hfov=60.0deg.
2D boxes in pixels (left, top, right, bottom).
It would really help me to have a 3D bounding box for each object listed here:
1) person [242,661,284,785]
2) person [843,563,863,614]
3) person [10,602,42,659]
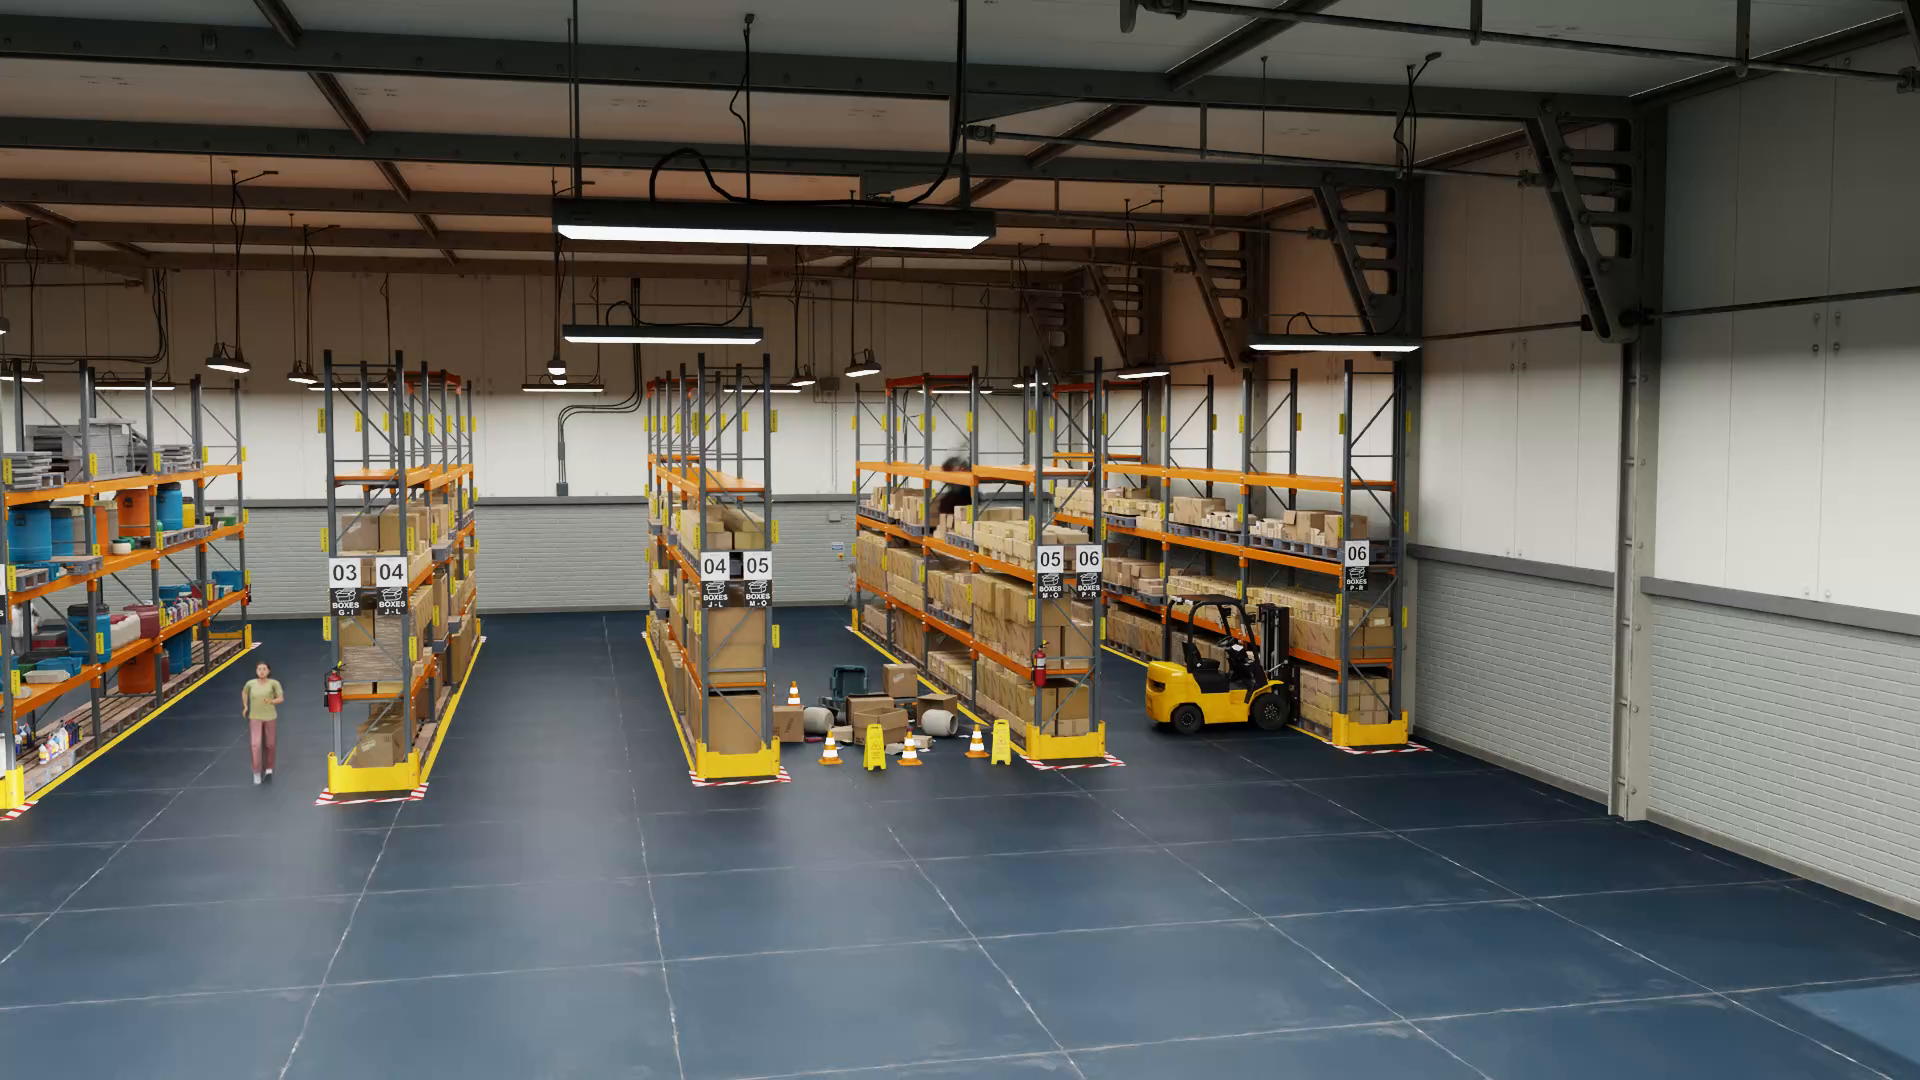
[{"bbox_3d":[-9.763,2.547,23.305,0.543,1.720,0.704,-2,4,-21],"label":"person"},{"bbox_3d":[-2.647,1.324,41.733,0.569,1.537,0.599,-1,4,-13],"label":"person"},{"bbox_3d":[-18.236,1.866,32.331,0.661,1.781,0.951,-2,4,-21],"label":"person"}]
